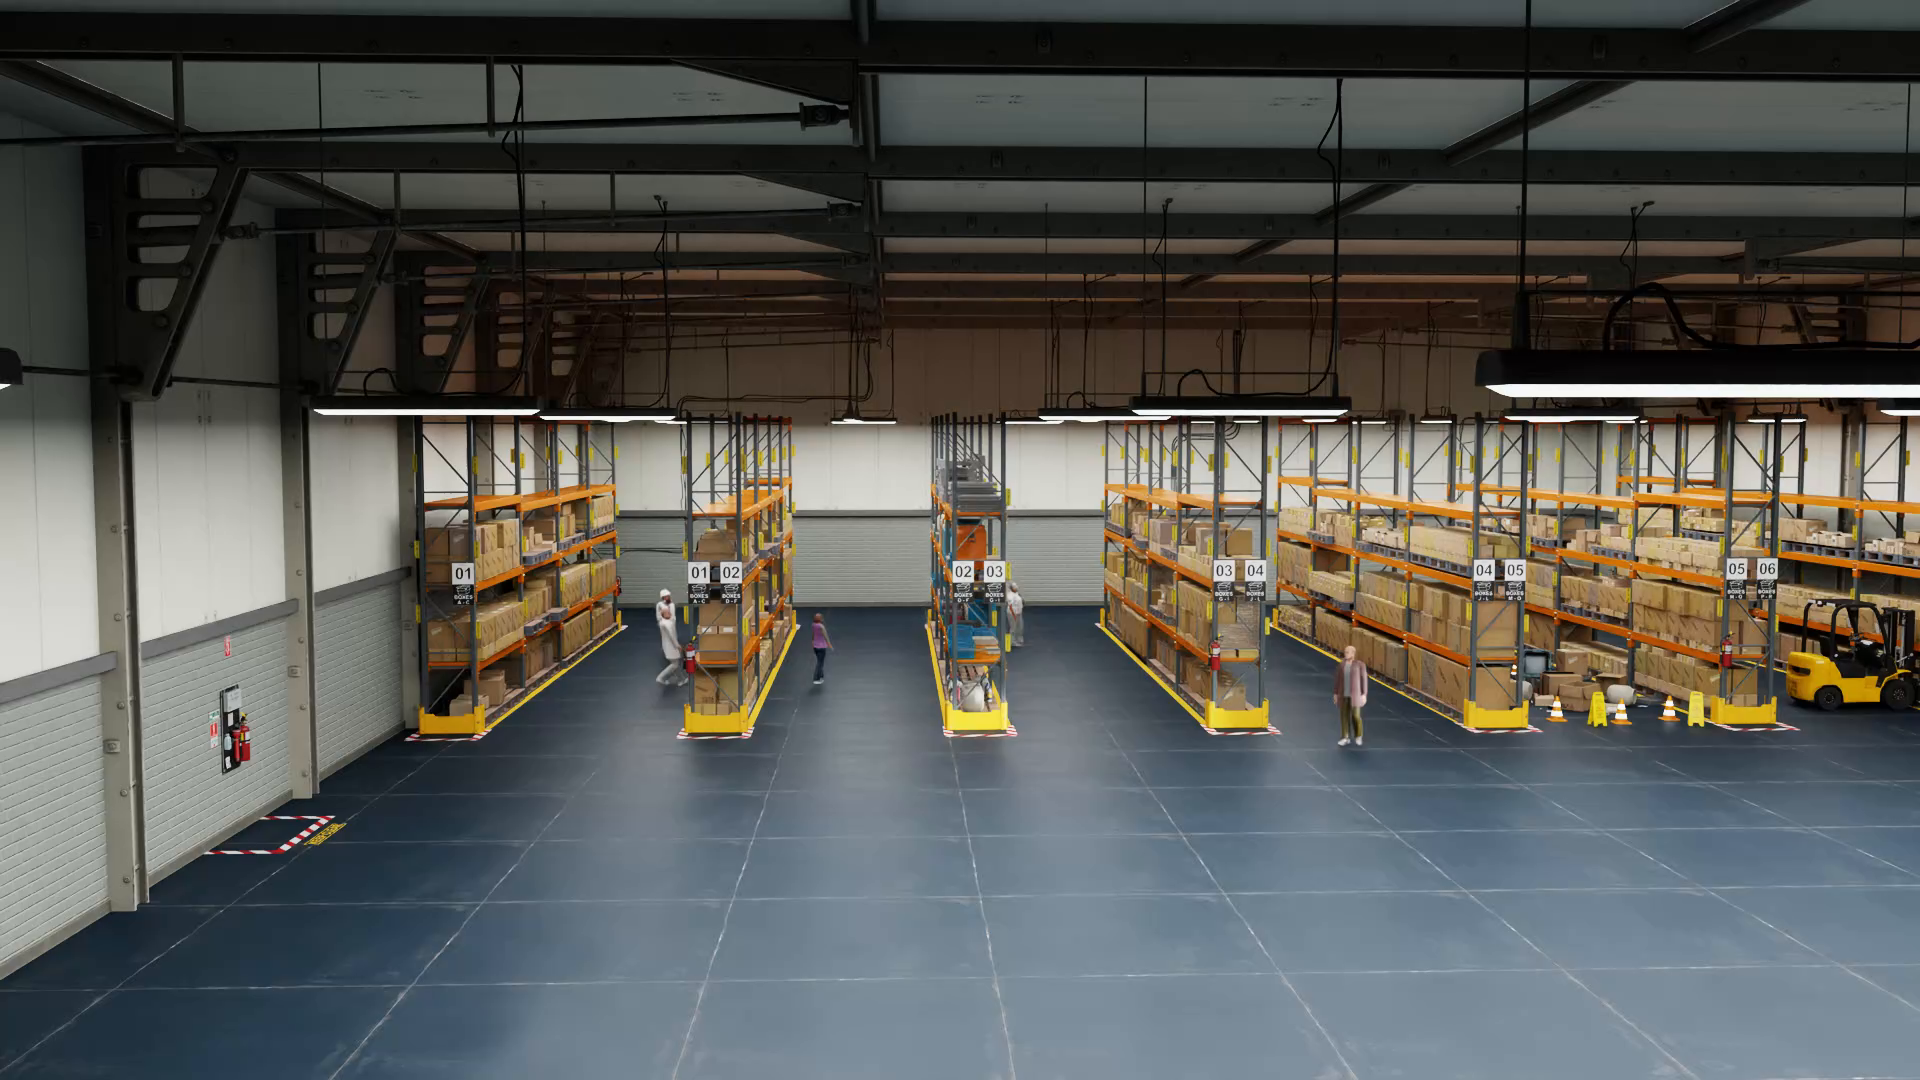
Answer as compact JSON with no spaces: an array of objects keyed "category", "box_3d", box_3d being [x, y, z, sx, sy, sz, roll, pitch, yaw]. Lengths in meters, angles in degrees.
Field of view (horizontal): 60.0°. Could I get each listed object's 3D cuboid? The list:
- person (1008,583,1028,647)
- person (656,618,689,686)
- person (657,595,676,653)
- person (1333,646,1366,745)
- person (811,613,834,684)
[{"category":"person","box_3d":[1.480,1.954,43.189,0.344,1.715,0.628,2,5,32]},{"category":"person","box_3d":[-6.327,2.488,36.627,0.947,1.513,0.637,-3,5,-34]},{"category":"person","box_3d":[-7.185,2.083,40.771,0.456,1.632,0.817,0,4,-4]},{"category":"person","box_3d":[7.002,2.791,29.864,0.600,1.782,0.487,3,5,38]},{"category":"person","box_3d":[-3.087,2.432,36.954,0.458,1.637,0.582,3,5,36]}]
